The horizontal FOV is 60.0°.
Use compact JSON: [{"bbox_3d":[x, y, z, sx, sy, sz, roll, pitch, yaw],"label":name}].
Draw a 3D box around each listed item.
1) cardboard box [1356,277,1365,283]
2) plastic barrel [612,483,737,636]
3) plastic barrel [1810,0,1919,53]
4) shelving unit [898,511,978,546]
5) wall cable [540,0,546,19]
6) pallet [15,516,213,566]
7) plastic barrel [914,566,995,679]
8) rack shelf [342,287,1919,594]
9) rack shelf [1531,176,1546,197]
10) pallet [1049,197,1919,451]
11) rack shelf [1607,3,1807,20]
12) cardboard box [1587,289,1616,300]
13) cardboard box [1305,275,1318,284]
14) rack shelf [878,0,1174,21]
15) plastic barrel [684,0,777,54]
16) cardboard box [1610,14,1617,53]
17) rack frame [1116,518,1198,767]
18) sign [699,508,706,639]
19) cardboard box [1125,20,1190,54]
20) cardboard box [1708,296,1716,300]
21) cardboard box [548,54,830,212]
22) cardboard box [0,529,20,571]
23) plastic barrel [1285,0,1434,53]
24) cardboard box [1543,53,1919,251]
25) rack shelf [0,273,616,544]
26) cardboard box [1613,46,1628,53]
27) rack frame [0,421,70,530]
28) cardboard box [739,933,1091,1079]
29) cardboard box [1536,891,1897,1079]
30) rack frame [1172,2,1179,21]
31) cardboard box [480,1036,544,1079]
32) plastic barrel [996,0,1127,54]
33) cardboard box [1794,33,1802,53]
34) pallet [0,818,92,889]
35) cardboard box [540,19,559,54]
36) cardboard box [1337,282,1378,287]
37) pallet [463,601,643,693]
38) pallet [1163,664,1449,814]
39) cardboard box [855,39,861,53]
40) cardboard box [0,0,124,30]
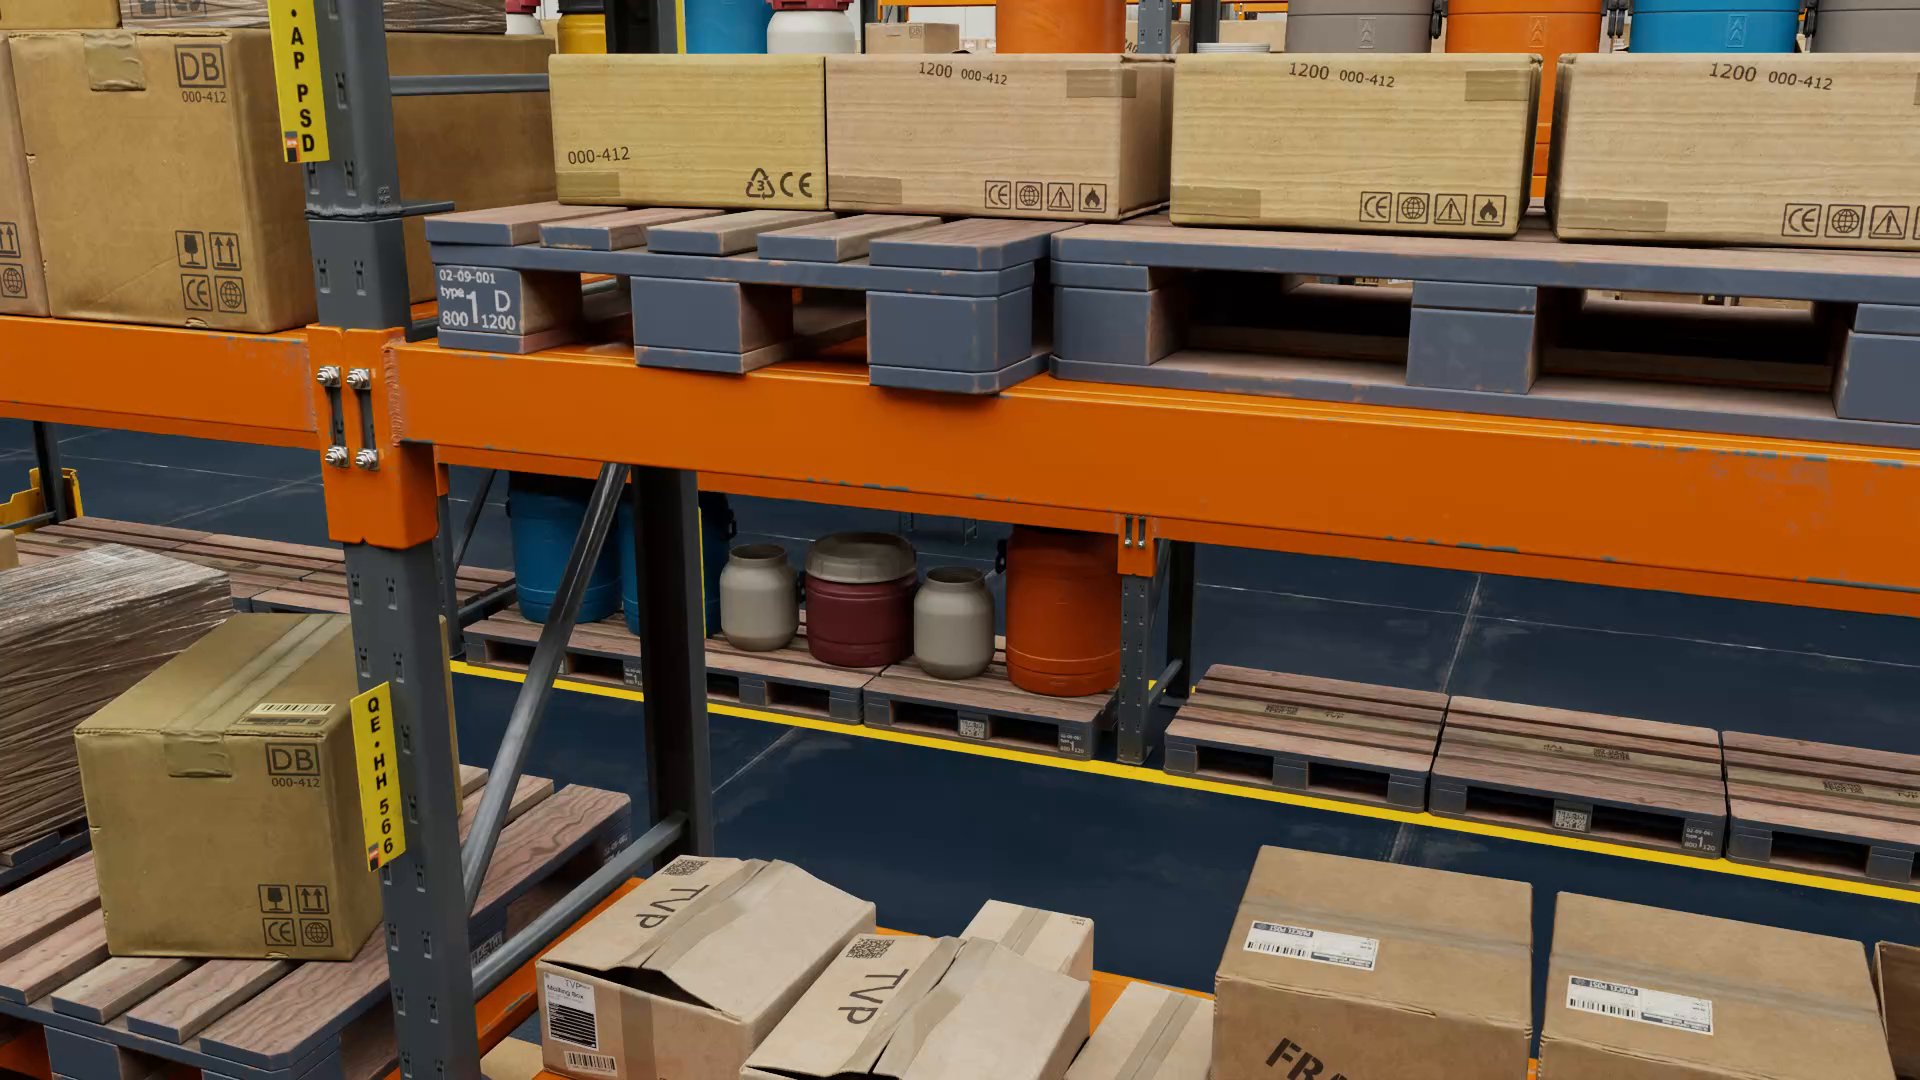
[{"bbox_3d":[5.005,-3.712,22.138,0.875,0.875,0.875,7,17,21],"label":"cardboard box"},{"bbox_3d":[-1.571,0.038,9.174,0.708,0.901,0.600,6,17,21],"label":"plastic barrel"},{"bbox_3d":[3.551,-1.826,6.305,0.600,0.901,0.600,0,16,0],"label":"plastic barrel"},{"bbox_3d":[-0.154,-0.593,11.565,0.503,1.200,0.258,6,17,21],"label":"shelving unit"},{"bbox_3d":[-6.392,-8.555,25.000,0.029,3.000,0.463,6,17,21],"label":"wall cable"},{"bbox_3d":[-5.698,0.124,10.869,1.213,0.211,1.003,6,17,21],"label":"pallet"},{"bbox_3d":[-0.028,0.421,8.551,0.421,0.512,0.421,0,16,0],"label":"plastic barrel"},{"bbox_3d":[1.031,-0.098,2.540,4.000,0.370,1.077,6,17,21],"label":"rack shelf"},{"bbox_3d":[2.852,-1.382,6.964,4.000,0.370,1.077,6,17,21],"label":"rack shelf"},{"bbox_3d":[0.876,-0.397,2.620,1.213,0.211,1.003,7,18,23],"label":"pallet"},{"bbox_3d":[10.123,-7.773,24.315,4.000,0.370,1.077,6,17,21],"label":"rack shelf"},{"bbox_3d":[4.284,-1.675,11.578,0.500,0.250,0.500,6,17,19],"label":"cardboard box"},{"bbox_3d":[2.457,-1.944,12.812,0.500,0.500,0.500,7,18,22],"label":"cardboard box"},{"bbox_3d":[0.863,-7.304,22.698,4.000,0.370,1.077,6,17,21],"label":"rack shelf"},{"bbox_3d":[-1.086,-2.649,8.385,0.708,0.901,0.600,6,17,21],"label":"plastic barrel"},{"bbox_3d":[4.280,-3.417,11.606,0.500,0.500,0.500,7,17,22],"label":"cardboard box"},{"bbox_3d":[0.991,-0.492,7.987,0.127,3.000,1.000,6,17,21],"label":"rack frame"},{"bbox_3d":[-0.629,0.092,3.898,0.005,0.325,0.100,6,17,21],"label":"sign"},{"bbox_3d":[1.380,-3.576,12.297,0.500,0.500,0.500,7,18,24],"label":"cardboard box"},{"bbox_3d":[9.007,-3.002,20.596,0.625,0.372,0.950,7,18,24],"label":"cardboard box"},{"bbox_3d":[-0.387,-0.746,2.997,0.500,0.250,0.500,5,17,17],"label":"cardboard box"},{"bbox_3d":[-2.884,0.299,4.332,0.500,0.500,0.700,2,16,7],"label":"cardboard box"},{"bbox_3d":[1.676,-2.032,7.015,0.600,0.901,0.600,0,16,0],"label":"plastic barrel"},{"bbox_3d":[1.135,-0.580,2.426,0.500,0.250,0.500,5,17,16],"label":"cardboard box"},{"bbox_3d":[-2.690,-0.507,3.949,4.000,0.370,1.077,6,17,21],"label":"rack shelf"},{"bbox_3d":[6.259,-4.465,15.520,0.500,0.311,0.500,6,17,20],"label":"cardboard box"},{"bbox_3d":[-6.451,-1.310,10.805,0.127,3.000,1.000,6,17,21],"label":"rack frame"},{"bbox_3d":[-0.069,0.977,3.087,0.500,0.311,0.500,6,17,20],"label":"cardboard box"},{"bbox_3d":[1.227,0.966,2.787,0.500,0.500,0.500,6,17,21],"label":"cardboard box"},{"bbox_3d":[2.724,-7.637,21.838,0.127,3.000,1.000,6,17,21],"label":"rack frame"},{"bbox_3d":[-1.148,1.661,4.266,0.500,0.500,0.500,7,18,23],"label":"cardboard box"},{"bbox_3d":[0.465,-2.399,7.653,0.708,0.830,0.600,6,17,21],"label":"plastic barrel"},{"bbox_3d":[5.252,-3.229,11.096,0.637,0.503,0.797,7,18,23],"label":"cardboard box"},{"bbox_3d":[-2.640,0.687,4.271,1.213,0.211,1.003,6,17,21],"label":"pallet"},{"bbox_3d":[-3.152,-4.164,14.145,0.500,0.500,0.700,5,17,17],"label":"cardboard box"},{"bbox_3d":[4.170,-2.547,17.451,0.500,0.250,0.500,5,17,18],"label":"cardboard box"},{"bbox_3d":[-2.027,0.528,9.476,1.213,0.211,1.003,6,17,21],"label":"pallet"},{"bbox_3d":[1.698,0.937,8.068,1.213,0.211,1.003,6,17,21],"label":"pallet"},{"bbox_3d":[-1.068,-5.412,18.212,0.250,0.149,0.380,7,18,23],"label":"cardboard box"},{"bbox_3d":[-1.707,-1.274,3.330,0.500,0.500,0.500,6,17,21],"label":"cardboard box"}]
